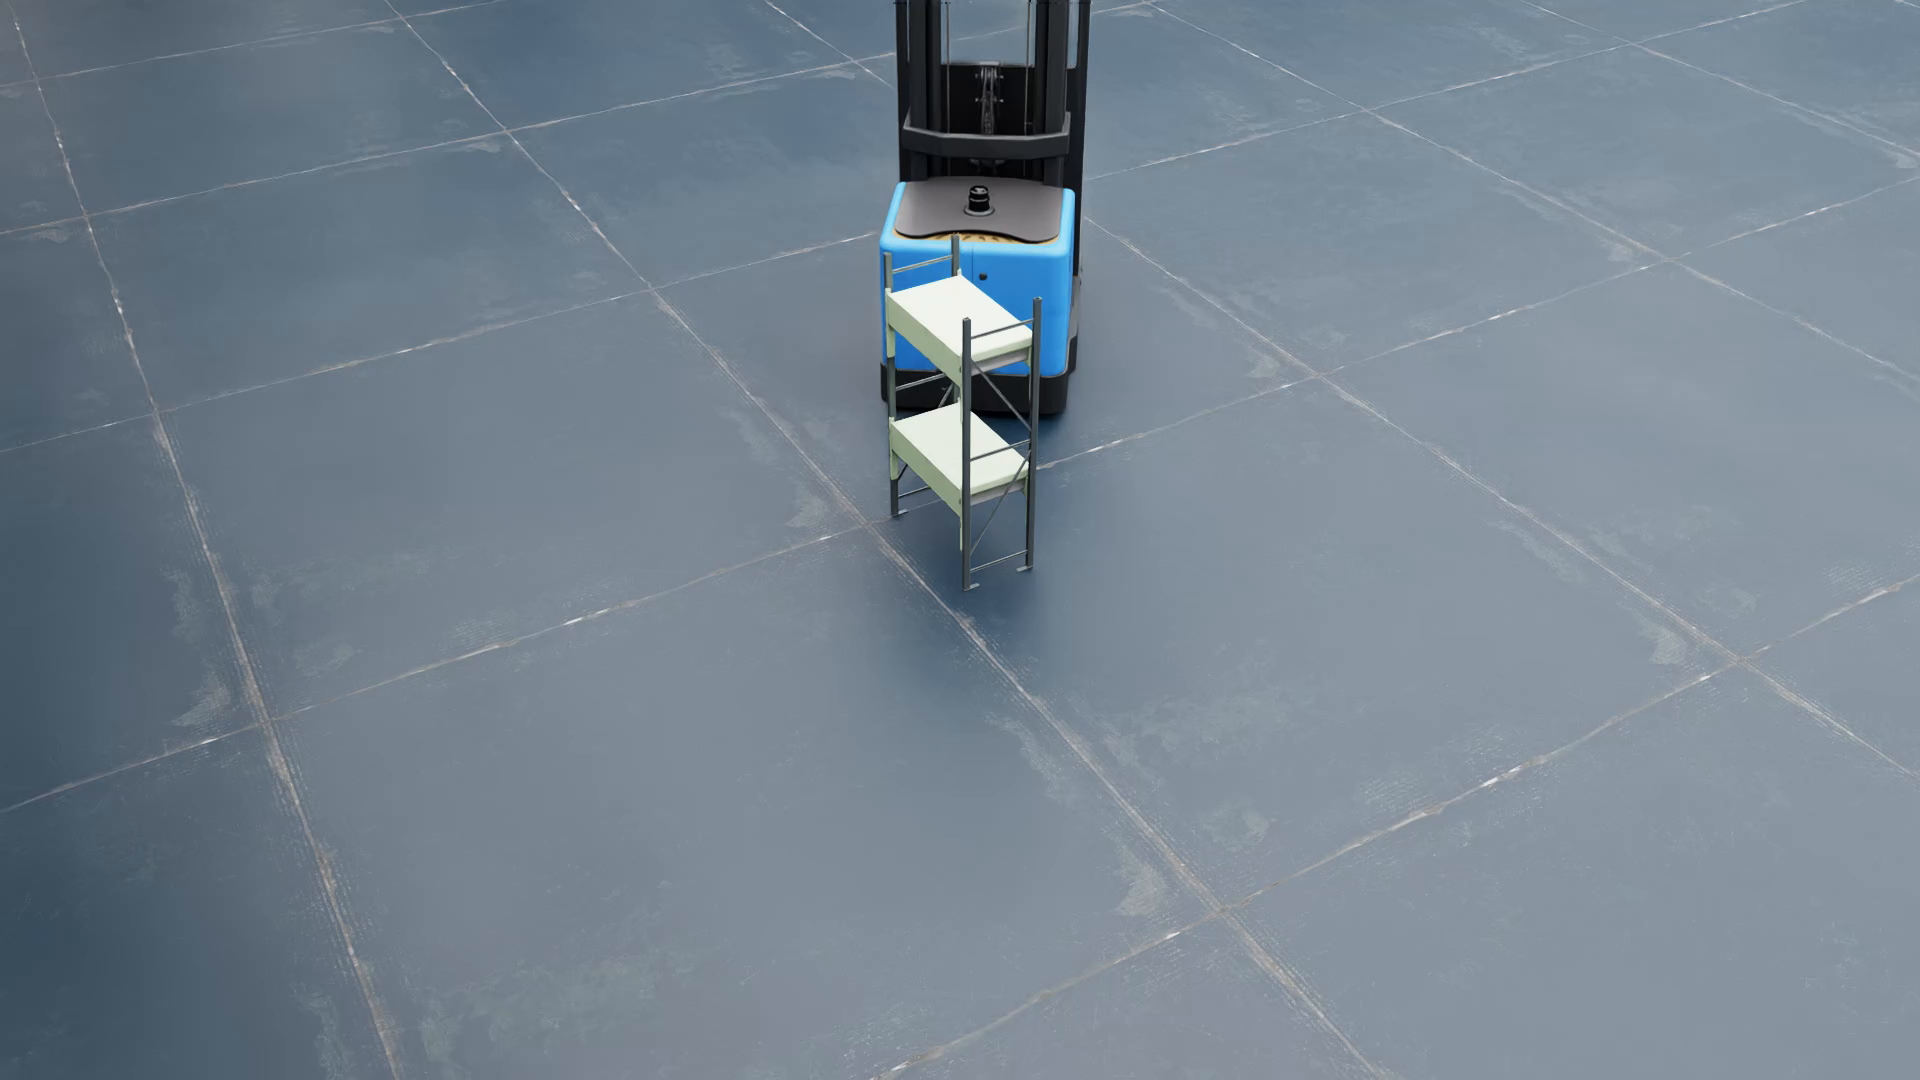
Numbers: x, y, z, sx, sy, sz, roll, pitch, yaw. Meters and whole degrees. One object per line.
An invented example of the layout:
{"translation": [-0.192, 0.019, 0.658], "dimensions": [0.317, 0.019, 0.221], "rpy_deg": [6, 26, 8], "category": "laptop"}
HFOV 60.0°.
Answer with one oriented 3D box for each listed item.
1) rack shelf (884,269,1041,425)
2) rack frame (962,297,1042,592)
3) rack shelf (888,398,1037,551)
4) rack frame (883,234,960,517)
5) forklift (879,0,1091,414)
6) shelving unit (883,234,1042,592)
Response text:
{"translation": [0.003, -0.917, 7.800], "dimensions": [0.431, 0.370, 0.720], "rpy_deg": [-19, 40, -24], "category": "rack shelf"}
{"translation": [0.187, -0.416, 7.775], "dimensions": [0.400, 1.500, 0.023], "rpy_deg": [-19, 40, -24], "category": "rack frame"}
{"translation": [0.003, -0.339, 8.223], "dimensions": [0.431, 0.370, 0.720], "rpy_deg": [-19, 40, -24], "category": "rack shelf"}
{"translation": [-0.181, -0.789, 8.286], "dimensions": [0.400, 1.500, 0.023], "rpy_deg": [-19, 40, -24], "category": "rack frame"}
{"translation": [0.208, -2.745, 9.751], "dimensions": [1.130, 2.935, 3.031], "rpy_deg": [3, 36, 4], "category": "forklift"}
{"translation": [0.003, -0.602, 8.030], "dimensions": [0.431, 1.500, 0.755], "rpy_deg": [-19, 40, -24], "category": "shelving unit"}
